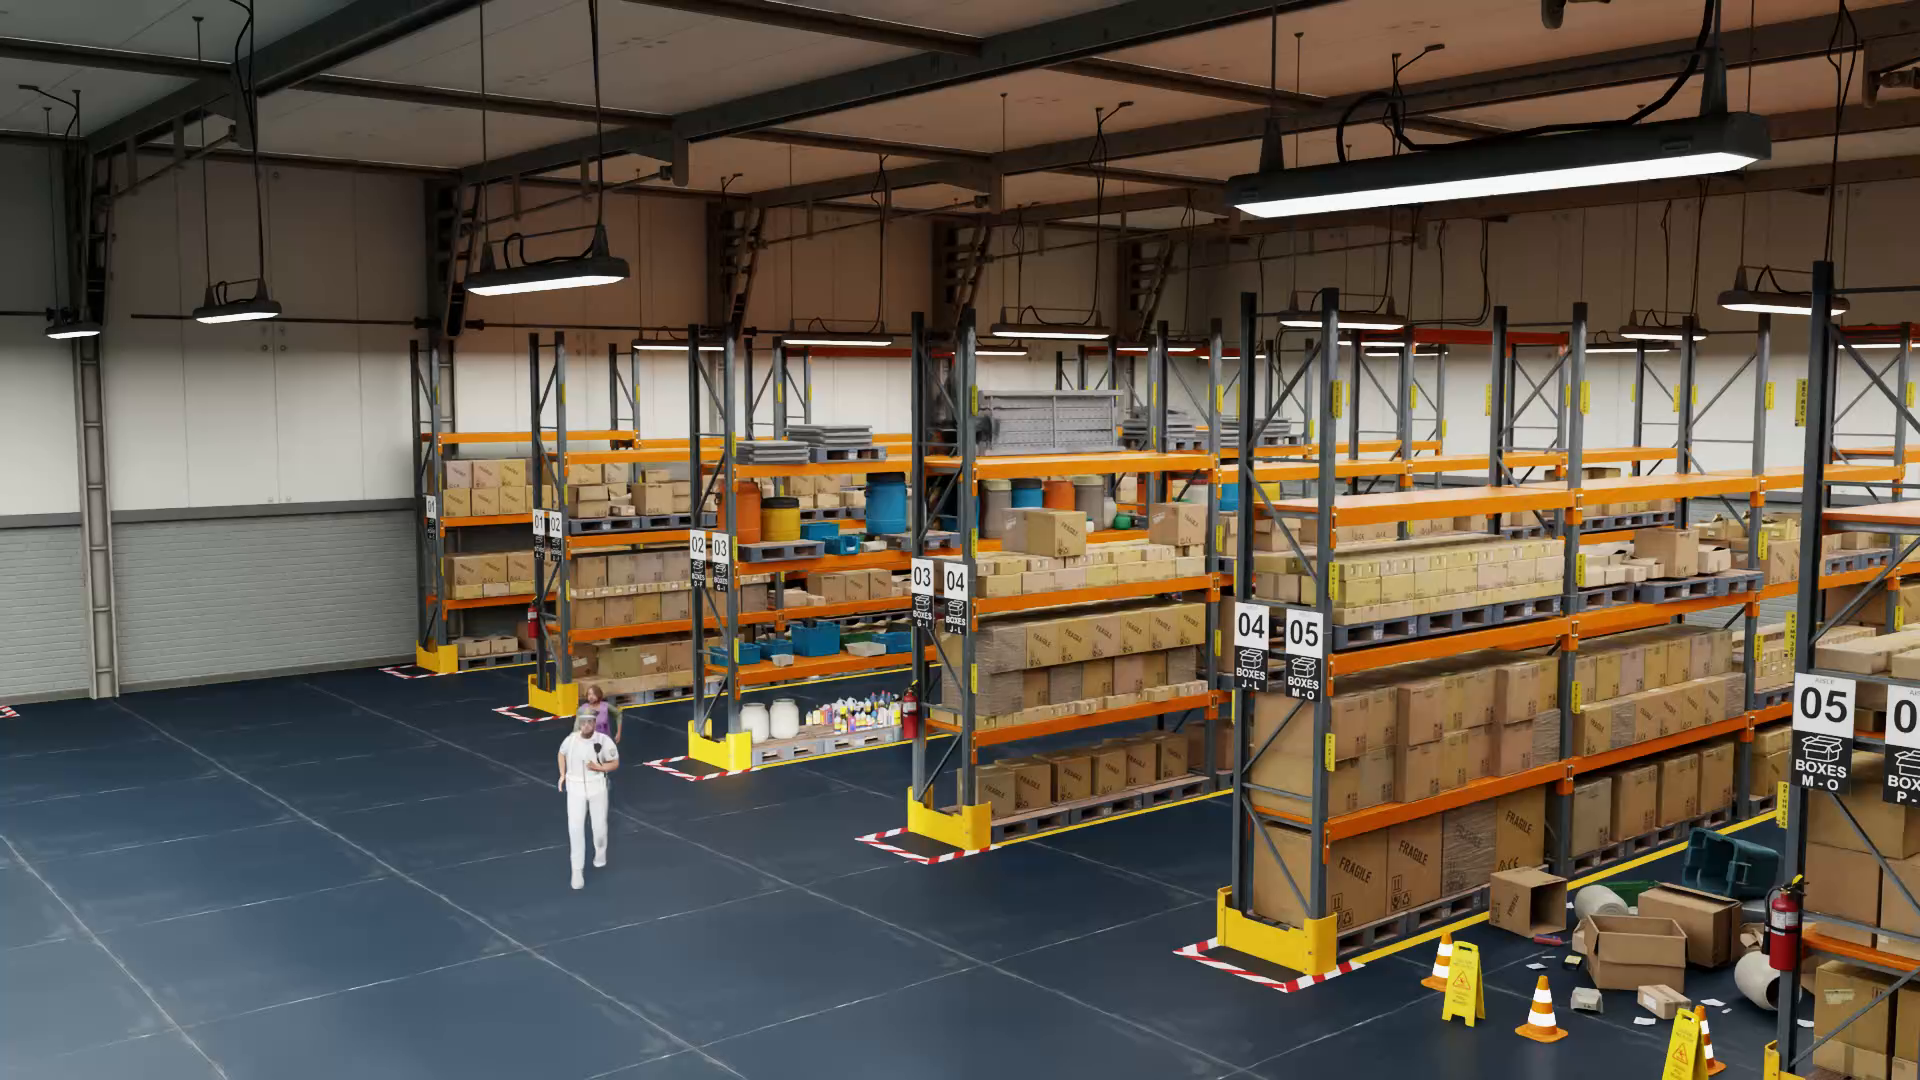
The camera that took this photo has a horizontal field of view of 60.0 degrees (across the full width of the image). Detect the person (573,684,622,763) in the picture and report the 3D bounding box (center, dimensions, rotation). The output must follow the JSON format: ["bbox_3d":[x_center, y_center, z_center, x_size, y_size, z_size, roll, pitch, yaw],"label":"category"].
[{"bbox_3d":[-4.338,2.526,19.956,0.547,1.634,0.846,0,5,-2],"label":"person"}]

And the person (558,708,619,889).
[{"bbox_3d":[-3.903,2.658,17.467,0.649,1.823,0.846,-1,5,-8],"label":"person"}]
